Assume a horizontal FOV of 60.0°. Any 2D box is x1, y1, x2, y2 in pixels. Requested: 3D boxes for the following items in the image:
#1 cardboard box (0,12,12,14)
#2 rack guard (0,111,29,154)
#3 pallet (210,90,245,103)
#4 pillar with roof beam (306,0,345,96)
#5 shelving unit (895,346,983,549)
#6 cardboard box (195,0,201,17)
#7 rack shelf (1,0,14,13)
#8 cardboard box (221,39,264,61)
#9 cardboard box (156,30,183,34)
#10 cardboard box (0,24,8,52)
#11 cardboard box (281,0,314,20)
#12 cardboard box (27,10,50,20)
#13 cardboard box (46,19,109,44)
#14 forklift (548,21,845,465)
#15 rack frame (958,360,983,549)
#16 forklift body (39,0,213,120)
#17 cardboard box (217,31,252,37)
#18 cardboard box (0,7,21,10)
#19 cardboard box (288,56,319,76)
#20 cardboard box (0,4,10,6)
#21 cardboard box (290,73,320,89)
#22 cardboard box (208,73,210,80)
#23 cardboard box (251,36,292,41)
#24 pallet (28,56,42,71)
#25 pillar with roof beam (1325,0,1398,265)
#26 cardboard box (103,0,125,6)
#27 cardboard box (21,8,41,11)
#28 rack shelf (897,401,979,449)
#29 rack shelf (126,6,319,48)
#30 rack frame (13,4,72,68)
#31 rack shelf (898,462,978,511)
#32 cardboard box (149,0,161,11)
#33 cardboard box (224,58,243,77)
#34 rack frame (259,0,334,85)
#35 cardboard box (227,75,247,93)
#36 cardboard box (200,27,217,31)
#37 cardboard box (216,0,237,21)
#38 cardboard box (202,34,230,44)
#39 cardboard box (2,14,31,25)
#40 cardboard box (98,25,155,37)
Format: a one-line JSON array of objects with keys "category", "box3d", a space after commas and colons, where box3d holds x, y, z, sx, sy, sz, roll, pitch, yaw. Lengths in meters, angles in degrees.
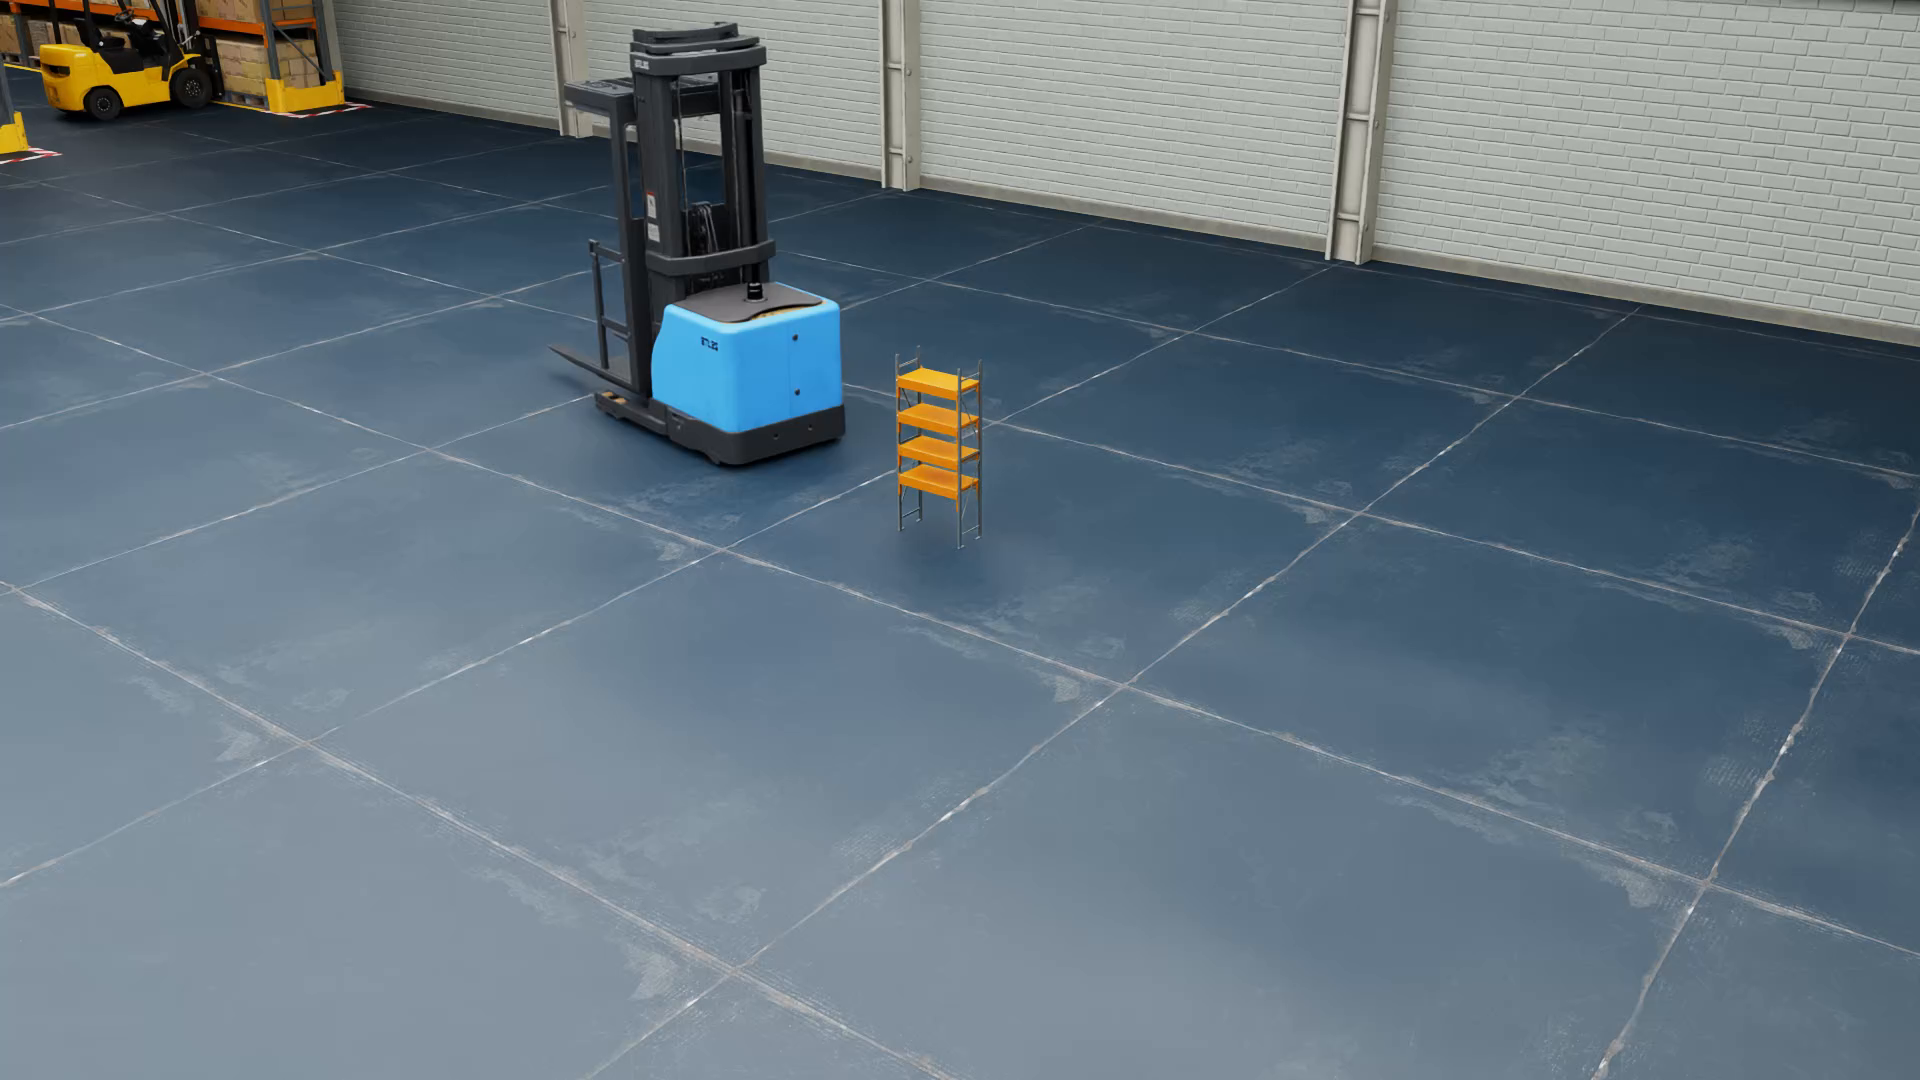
[{"category": "cardboard box", "box3d": [-17.684, -9.664, 30.739, 0.250, 0.149, 0.380, 16, 28, 32]}, {"category": "rack guard", "box3d": [-13.349, -5.485, 22.579, 0.348, 0.500, 1.175, 17, 29, 33]}, {"category": "pallet", "box3d": [-11.923, -7.404, 27.291, 1.213, 0.211, 1.003, 17, 29, 33]}, {"category": "pillar with roof beam", "box3d": [-12.912, -10.028, 22.350, 0.400, 9.000, 9.100, 17, 29, 33]}, {"category": "shelving unit", "box3d": [-0.132, -0.589, 10.599, 0.503, 1.200, 0.258, 17, 29, 33]}, {"category": "cardboard box", "box3d": [-12.094, -8.663, 26.568, 0.500, 0.500, 0.500, 17, 29, 34]}, {"category": "rack shelf", "box3d": [-18.316, -10.302, 31.303, 4.000, 0.370, 1.077, 17, 29, 33]}, {"category": "cardboard box", "box3d": [-11.282, -7.737, 26.238, 0.500, 0.250, 0.500, 17, 29, 34]}, {"category": "cardboard box", "box3d": [-12.913, -8.227, 27.350, 0.500, 0.250, 0.500, 17, 29, 33]}, {"category": "cardboard box", "box3d": [-17.577, -9.353, 30.837, 0.500, 0.500, 0.500, 16, 29, 33]}, {"category": "cardboard box", "box3d": [-10.544, -8.468, 26.125, 0.500, 0.500, 0.500, 18, 29, 35]}, {"category": "cardboard box", "box3d": [-17.142, -9.792, 31.029, 0.250, 0.149, 0.380, 18, 29, 35]}, {"category": "cardboard box", "box3d": [-15.697, -8.942, 29.750, 0.625, 0.625, 0.875, 18, 29, 35]}, {"category": "forklift", "box3d": [-2.199, -2.390, 12.539, 1.130, 2.935, 3.031, -19, 30, -37]}, {"category": "rack frame", "box3d": [0.063, -0.530, 10.465, 0.015, 1.200, 0.240, 17, 29, 33]}, {"category": "forklift body", "box3d": [-12.925, -7.694, 25.546, 1.214, 2.155, 2.313, 17, 29, 33]}, {"category": "cardboard box", "box3d": [-11.787, -8.152, 27.181, 0.500, 0.250, 0.500, 16, 28, 32]}, {"category": "cardboard box", "box3d": [-18.013, -10.015, 31.534, 0.250, 0.149, 0.380, 17, 29, 34]}, {"category": "cardboard box", "box3d": [-10.566, -7.556, 26.449, 0.500, 0.250, 0.500, 17, 29, 34]}, {"category": "cardboard box", "box3d": [-18.387, -10.165, 31.874, 0.250, 0.149, 0.380, 17, 29, 34]}, {"category": "cardboard box", "box3d": [-10.590, -7.329, 26.552, 0.500, 0.250, 0.500, 17, 29, 34]}, {"category": "cardboard box", "box3d": [-12.096, -7.524, 26.996, 0.500, 0.250, 0.500, 18, 29, 35]}, {"category": "cardboard box", "box3d": [-10.987, -7.901, 26.612, 0.500, 0.250, 0.500, 17, 29, 33]}, {"category": "pallet", "box3d": [-16.080, -8.660, 30.142, 1.213, 0.211, 1.003, 17, 29, 33]}, {"category": "pillar with roof beam", "box3d": [1.491, -5.676, 12.471, 0.400, 9.000, 9.100, 17, 29, 33]}, {"category": "cardboard box", "box3d": [-14.075, -9.149, 27.981, 0.500, 0.250, 0.500, 18, 29, 34]}, {"category": "cardboard box", "box3d": [-17.551, -9.922, 31.324, 0.250, 0.149, 0.380, 15, 28, 31]}, {"category": "rack shelf", "box3d": [-0.132, -0.732, 10.536, 0.480, 0.148, 0.258, 17, 29, 33]}, {"category": "rack shelf", "box3d": [-11.914, -8.367, 26.913, 4.000, 0.370, 1.077, 17, 29, 33]}, {"category": "rack frame", "box3d": [-16.715, -10.147, 30.061, 0.127, 3.000, 1.000, 17, 29, 33]}, {"category": "rack shelf", "box3d": [-0.132, -0.346, 10.706, 0.480, 0.148, 0.258, 17, 29, 33]}, {"category": "cardboard box", "box3d": [-12.889, -8.914, 27.137, 0.500, 0.500, 0.500, 17, 29, 34]}, {"category": "cardboard box", "box3d": [-11.286, -7.517, 26.360, 0.500, 0.250, 0.500, 16, 29, 33]}, {"category": "rack frame", "box3d": [-10.314, -8.213, 25.670, 0.127, 3.000, 1.000, 17, 29, 33]}, {"category": "cardboard box", "box3d": [-11.272, -7.282, 26.446, 0.500, 0.250, 0.500, 17, 29, 33]}, {"category": "cardboard box", "box3d": [-12.590, -8.397, 27.738, 0.500, 0.250, 0.500, 16, 29, 33]}, {"category": "cardboard box", "box3d": [-11.275, -8.421, 26.019, 0.500, 0.500, 0.500, 18, 29, 35]}, {"category": "cardboard box", "box3d": [-12.092, -7.980, 26.792, 0.500, 0.250, 0.500, 16, 28, 32]}, {"category": "cardboard box", "box3d": [-17.262, -9.530, 30.435, 0.250, 0.149, 0.380, 15, 28, 31]}, {"category": "cardboard box", "box3d": [-14.555, -8.598, 28.969, 0.625, 0.625, 0.875, 16, 29, 33]}]
